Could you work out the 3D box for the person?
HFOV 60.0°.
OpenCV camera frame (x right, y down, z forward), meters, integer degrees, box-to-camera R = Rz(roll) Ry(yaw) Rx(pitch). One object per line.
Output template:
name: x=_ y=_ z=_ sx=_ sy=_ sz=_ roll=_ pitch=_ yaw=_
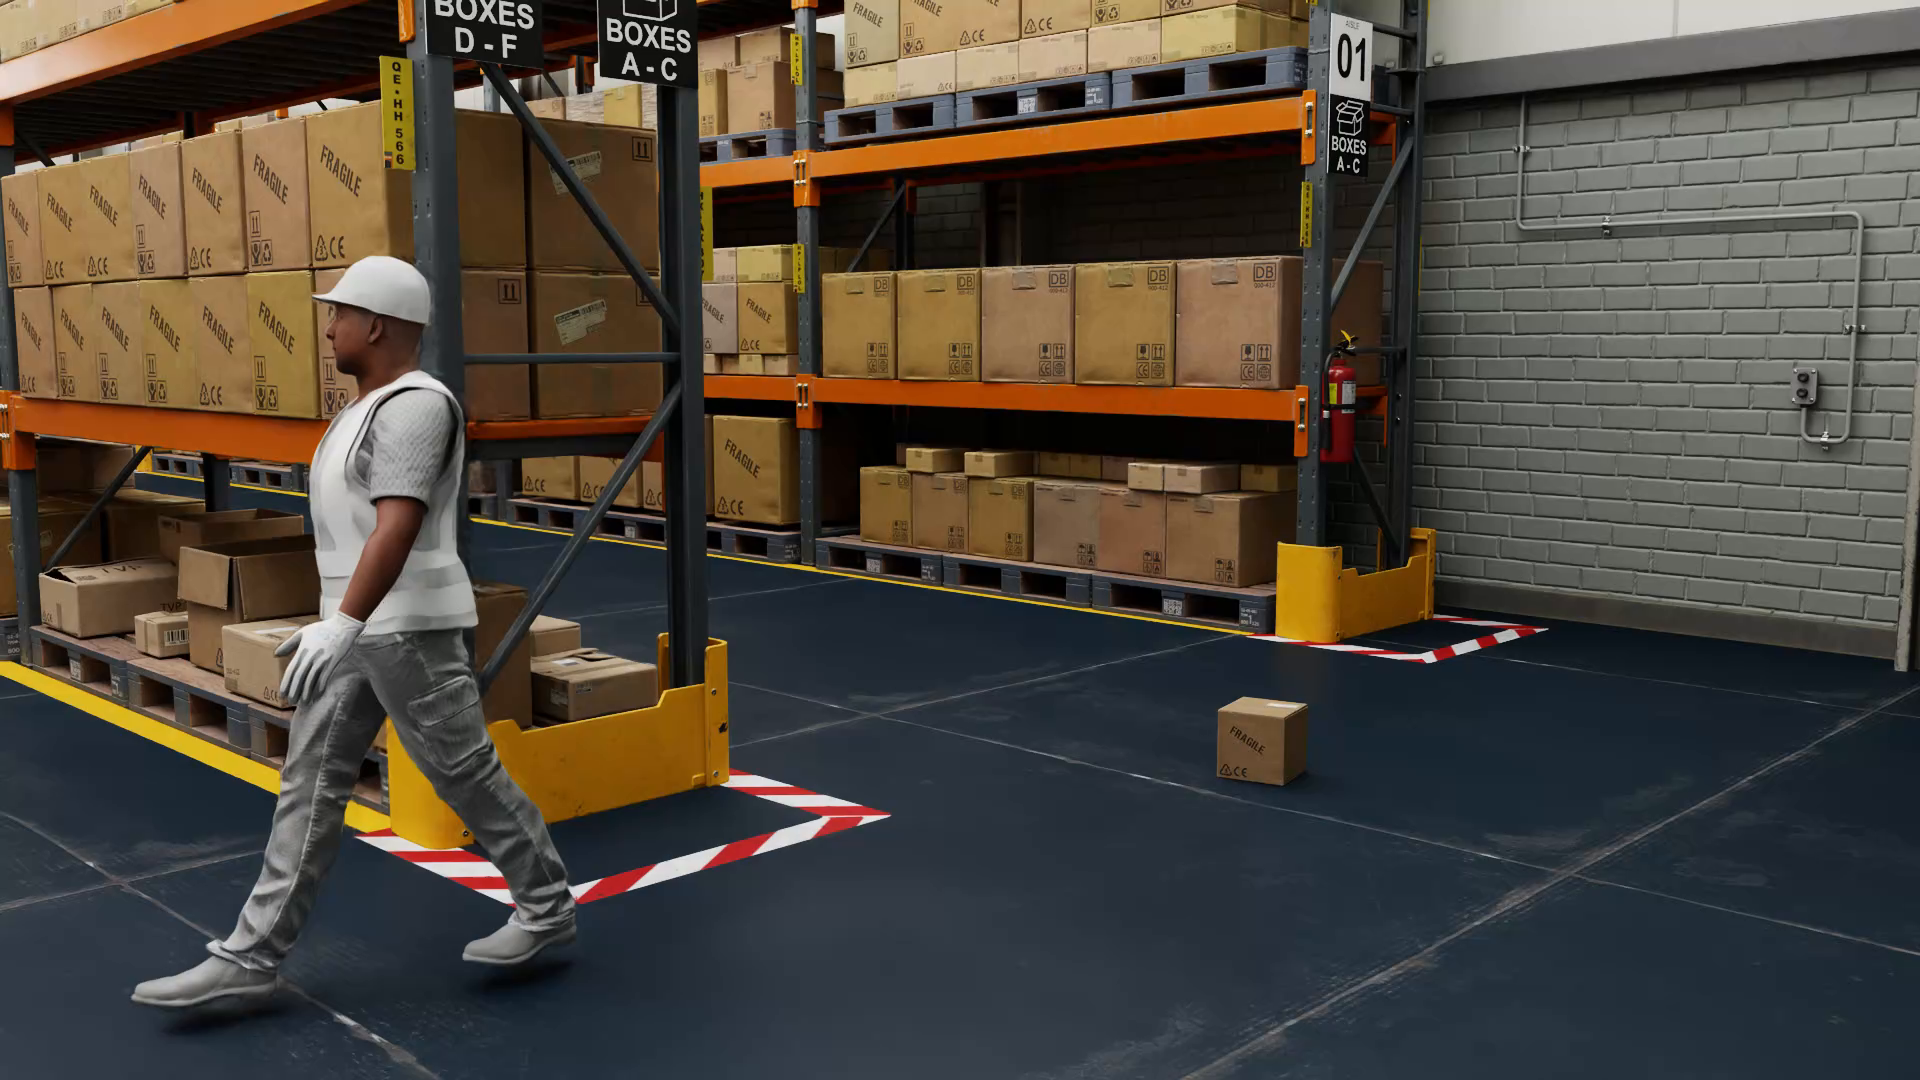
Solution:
person: x=-1.416 y=0.208 z=3.885 sx=1.008 sy=1.732 sz=0.611 roll=-4 pitch=8 yaw=-32
